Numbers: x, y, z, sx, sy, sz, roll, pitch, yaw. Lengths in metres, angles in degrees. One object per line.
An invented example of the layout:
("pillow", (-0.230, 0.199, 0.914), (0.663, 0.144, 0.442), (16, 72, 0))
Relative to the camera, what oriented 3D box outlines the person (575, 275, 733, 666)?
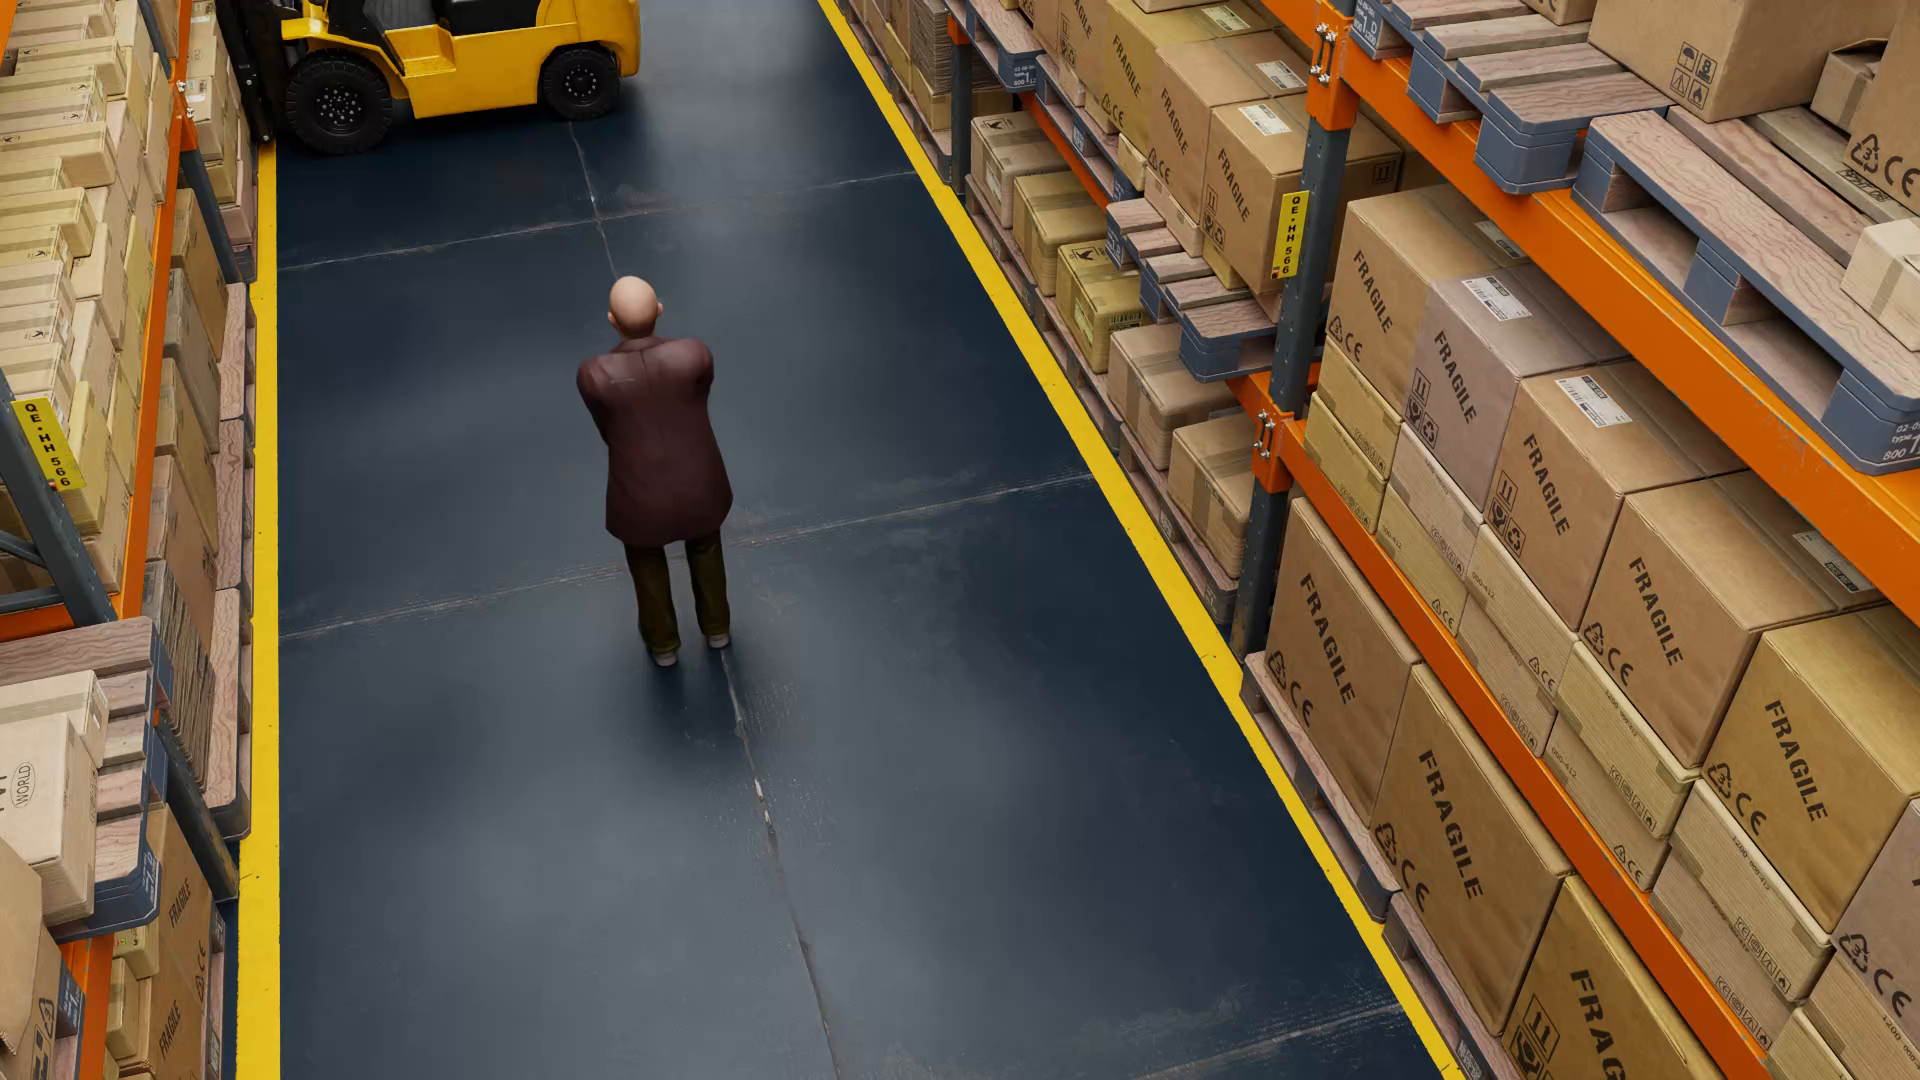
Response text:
("person", (-1.177, -0.305, 6.517), (0.525, 1.779, 0.558), (-12, 43, -14))
